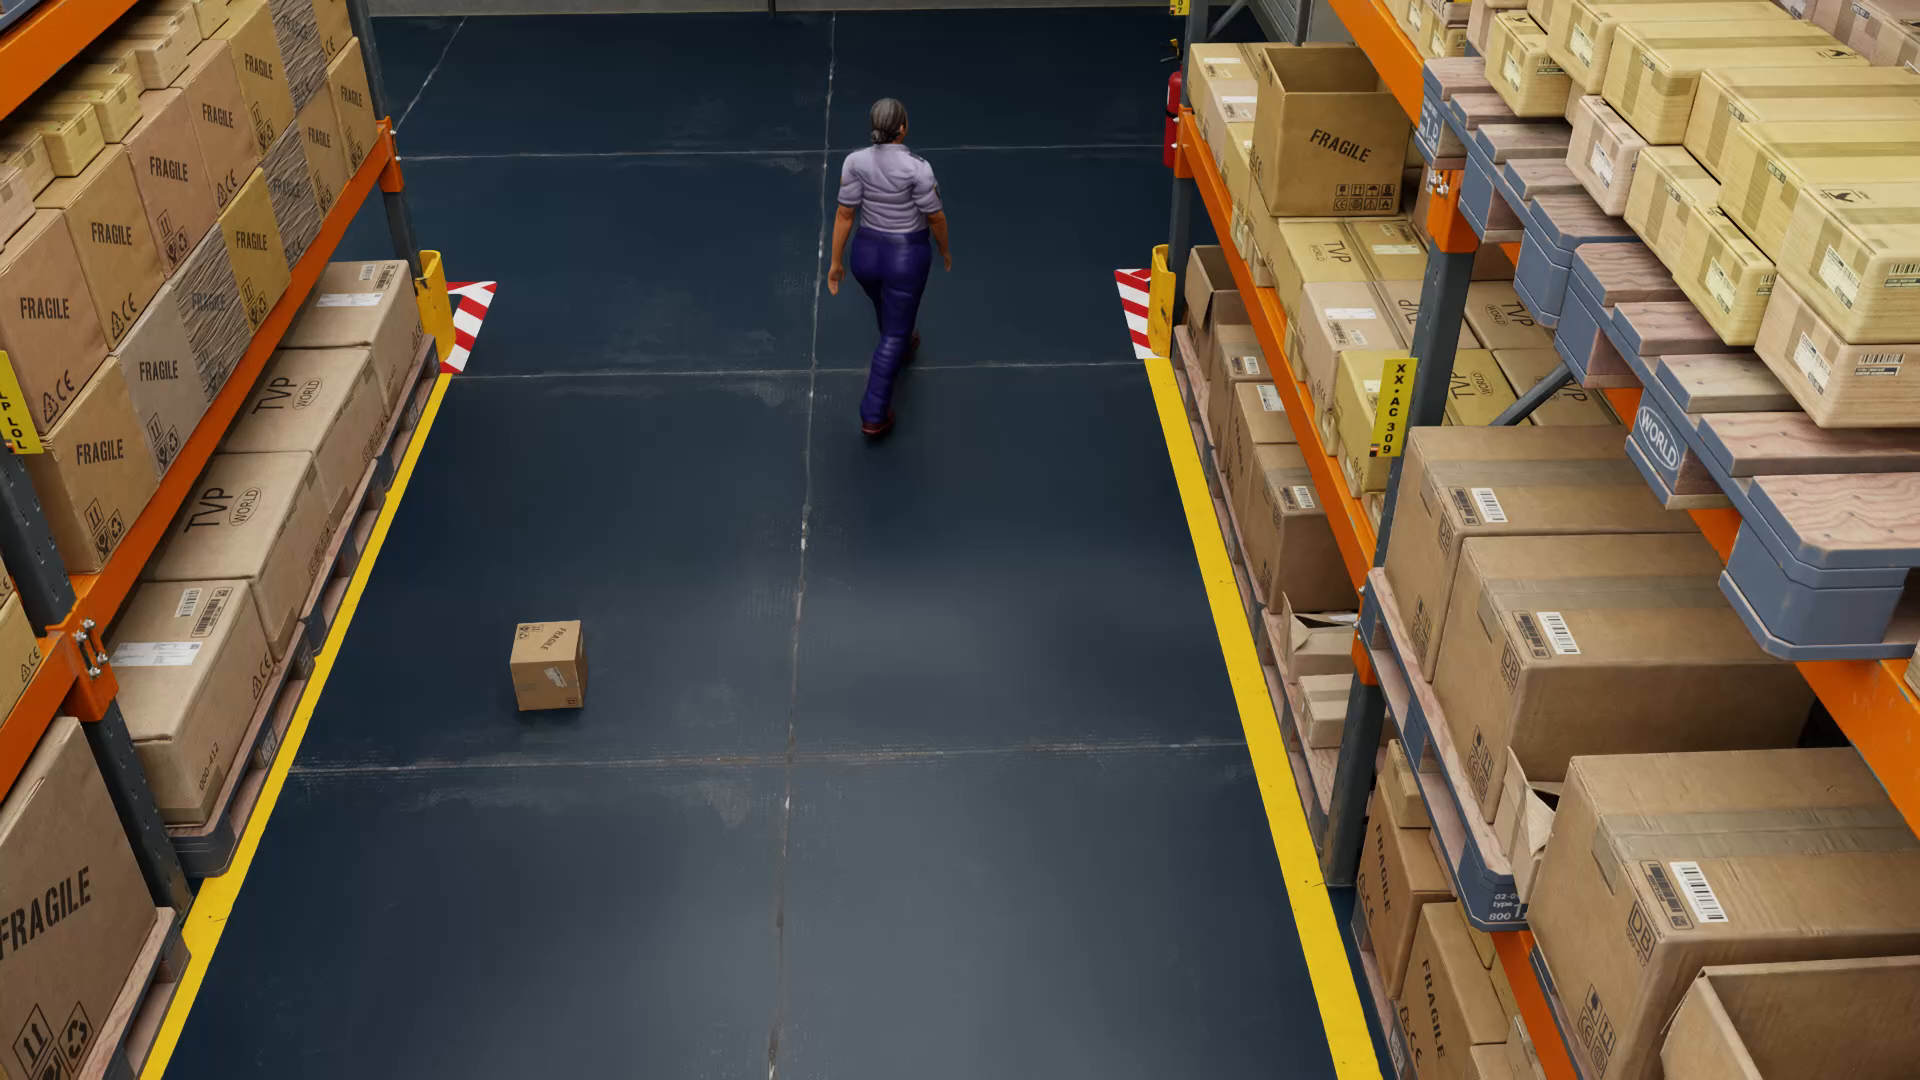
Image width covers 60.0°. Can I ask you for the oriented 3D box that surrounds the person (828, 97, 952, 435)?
[{"bbox_3d":[-0.302,-1.420,8.143,0.512,1.571,1.054,14,38,19],"label":"person"}]
